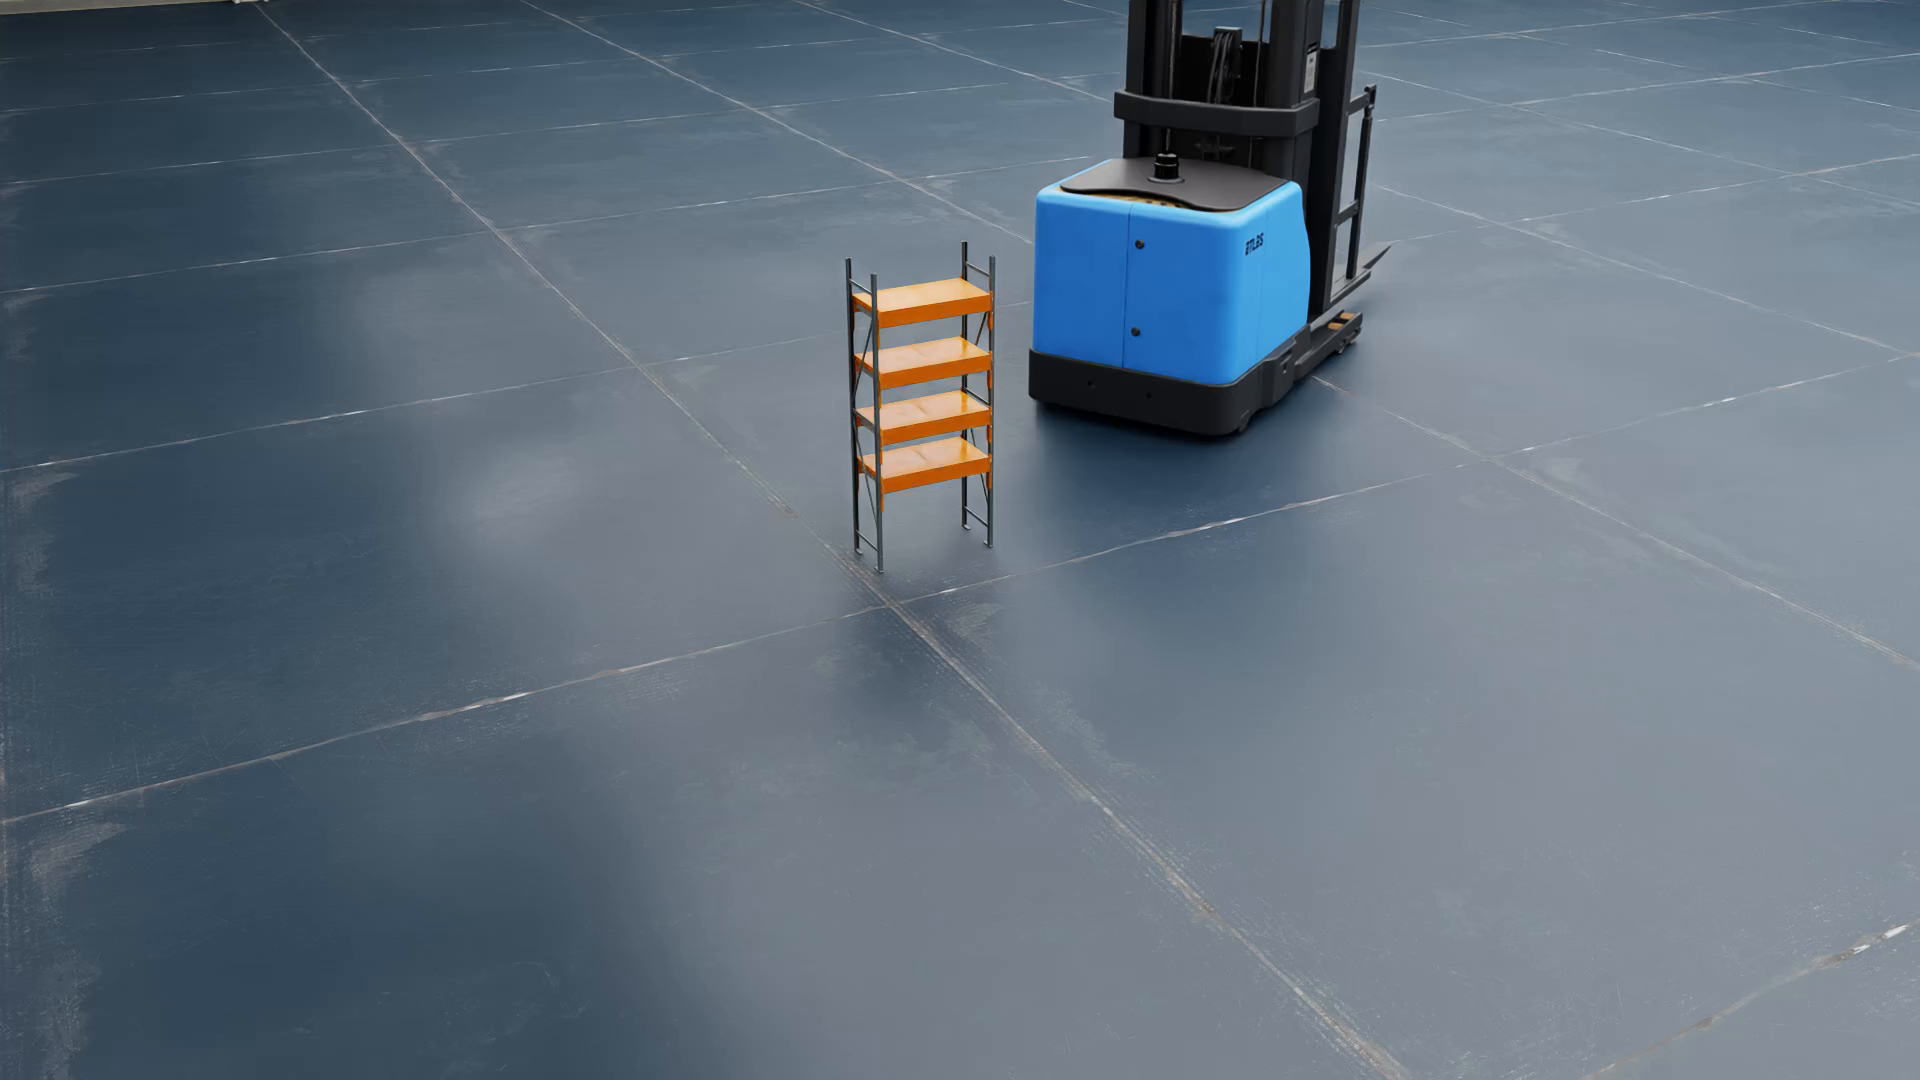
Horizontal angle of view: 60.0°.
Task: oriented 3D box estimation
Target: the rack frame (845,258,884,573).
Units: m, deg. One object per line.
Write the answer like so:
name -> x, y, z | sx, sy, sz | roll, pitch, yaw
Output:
rack frame -> -0.361, -0.457, 6.317 | 0.015, 1.200, 0.240 | -13, 29, -25

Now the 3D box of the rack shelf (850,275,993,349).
rack shelf -> -0.146, -0.861, 6.250 | 0.480, 0.148, 0.258 | -13, 29, -25

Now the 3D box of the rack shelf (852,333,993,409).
rack shelf -> -0.146, -0.648, 6.352 | 0.480, 0.148, 0.258 | -13, 29, -25

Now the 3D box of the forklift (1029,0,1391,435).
forklift -> 1.511, -2.395, 8.353 | 1.130, 2.935, 3.031 | 14, 29, 27

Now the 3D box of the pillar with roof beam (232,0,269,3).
pillar with roof beam -> -6.856, -9.163, 15.437 | 0.400, 9.000, 9.100 | -13, 29, -25

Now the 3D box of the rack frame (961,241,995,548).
rack frame -> 0.069, -0.557, 6.524 | 0.015, 1.200, 0.240 | -13, 29, -25

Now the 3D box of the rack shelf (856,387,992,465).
rack shelf -> -0.146, -0.447, 6.449 | 0.480, 0.148, 0.258 | -13, 29, -25

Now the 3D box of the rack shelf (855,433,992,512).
rack shelf -> -0.146, -0.268, 6.535 | 0.480, 0.148, 0.258 | -13, 29, -25

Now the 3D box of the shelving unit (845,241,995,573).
shelving unit -> -0.146, -0.507, 6.420 | 0.503, 1.200, 0.258 | -13, 29, -25
